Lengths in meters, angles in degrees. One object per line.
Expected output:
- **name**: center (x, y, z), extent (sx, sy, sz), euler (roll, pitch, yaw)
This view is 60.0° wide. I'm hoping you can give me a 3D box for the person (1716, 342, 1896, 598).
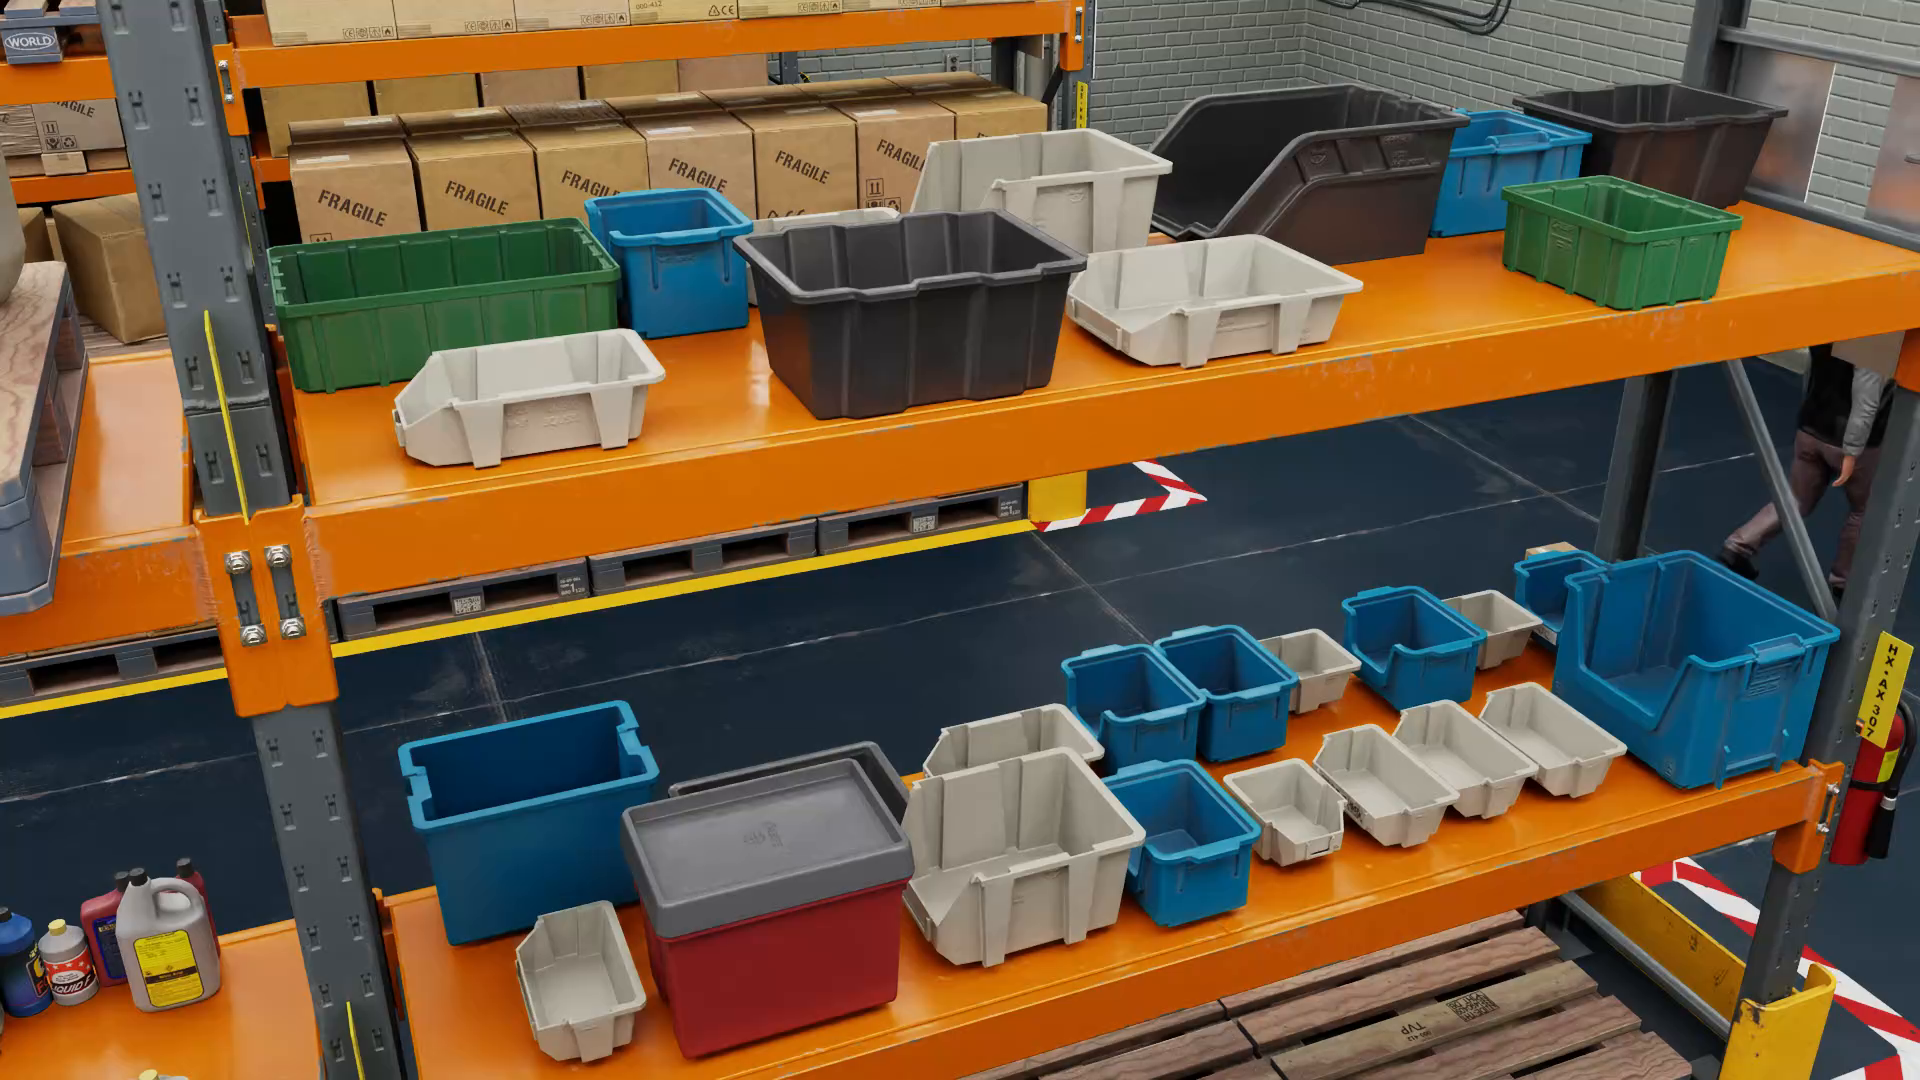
- **person**: center (4.297, -0.501, 8.174), extent (0.879, 1.690, 0.537), euler (-7, 27, -14)
